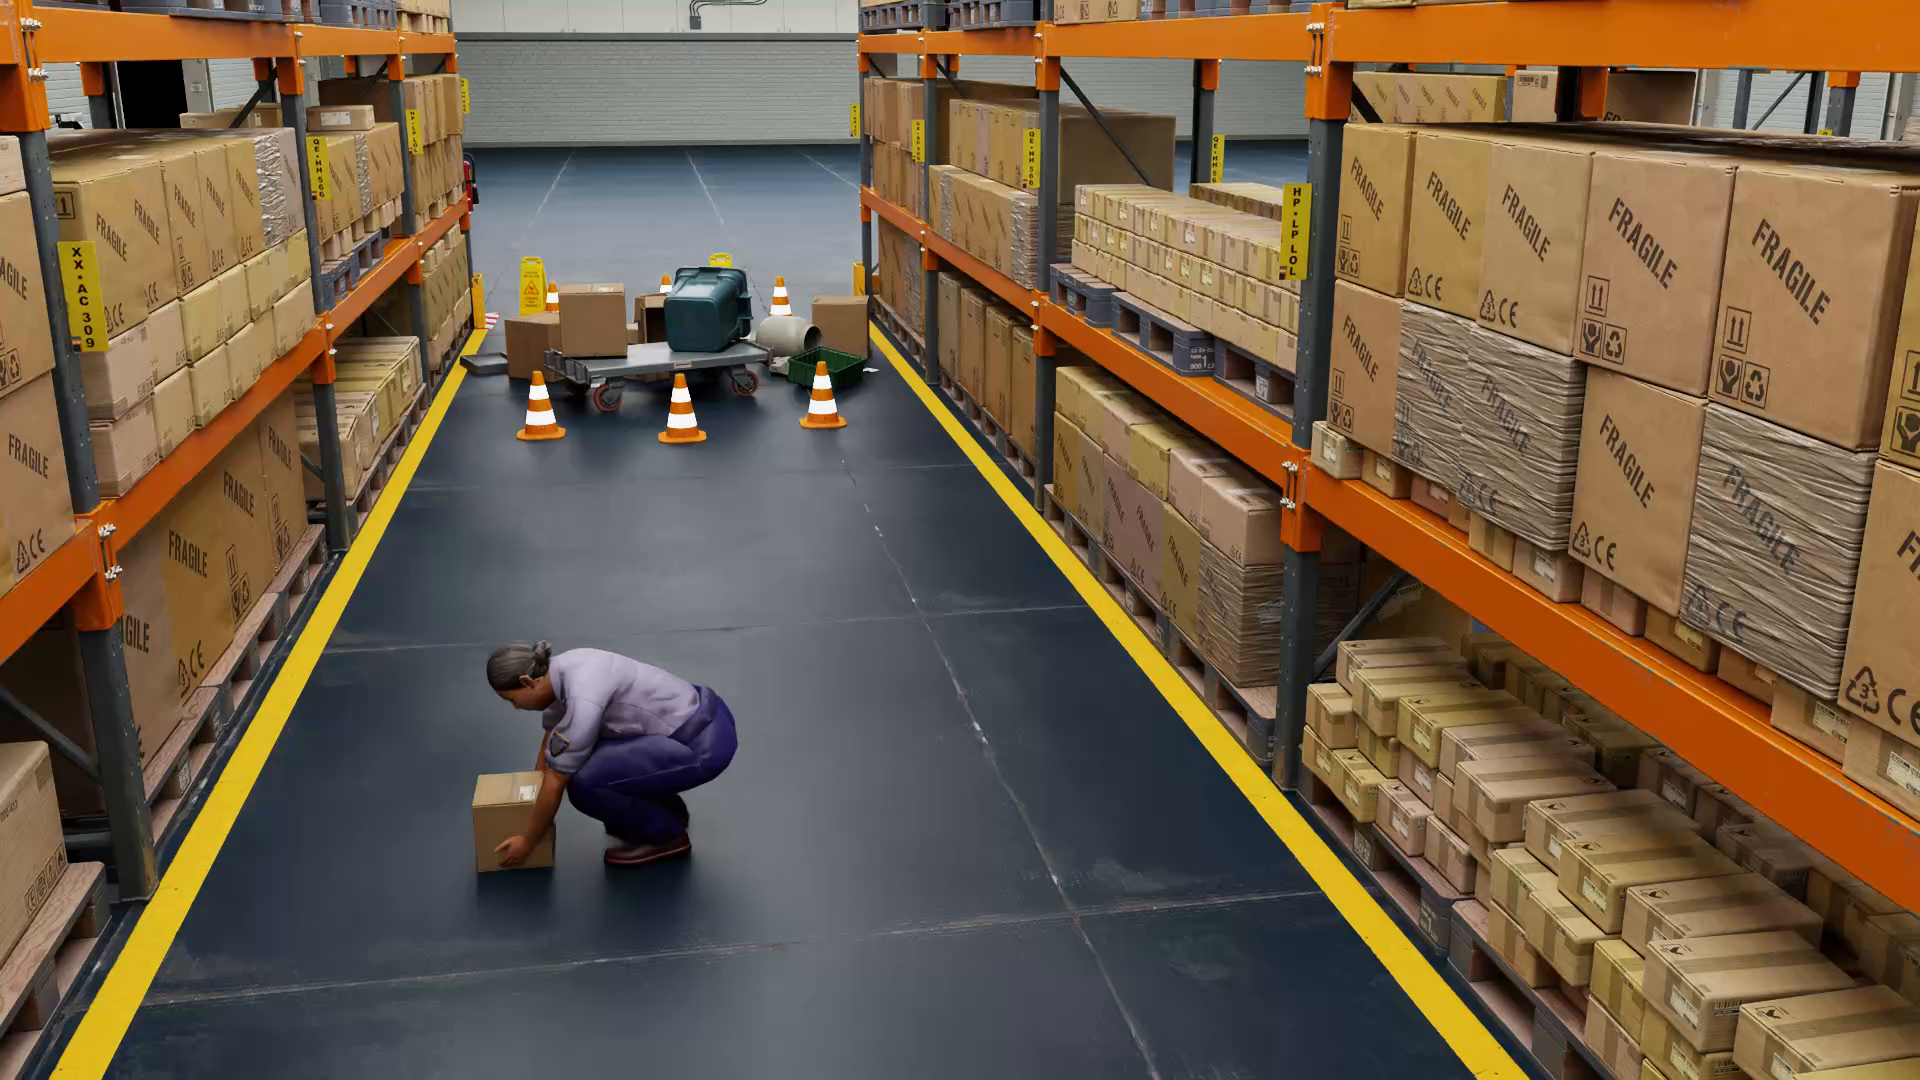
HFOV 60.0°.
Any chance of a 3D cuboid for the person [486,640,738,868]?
[{"bbox_3d":[-1.191,0.695,5.733,0.838,0.799,0.509,-3,17,-10],"label":"person"}]
